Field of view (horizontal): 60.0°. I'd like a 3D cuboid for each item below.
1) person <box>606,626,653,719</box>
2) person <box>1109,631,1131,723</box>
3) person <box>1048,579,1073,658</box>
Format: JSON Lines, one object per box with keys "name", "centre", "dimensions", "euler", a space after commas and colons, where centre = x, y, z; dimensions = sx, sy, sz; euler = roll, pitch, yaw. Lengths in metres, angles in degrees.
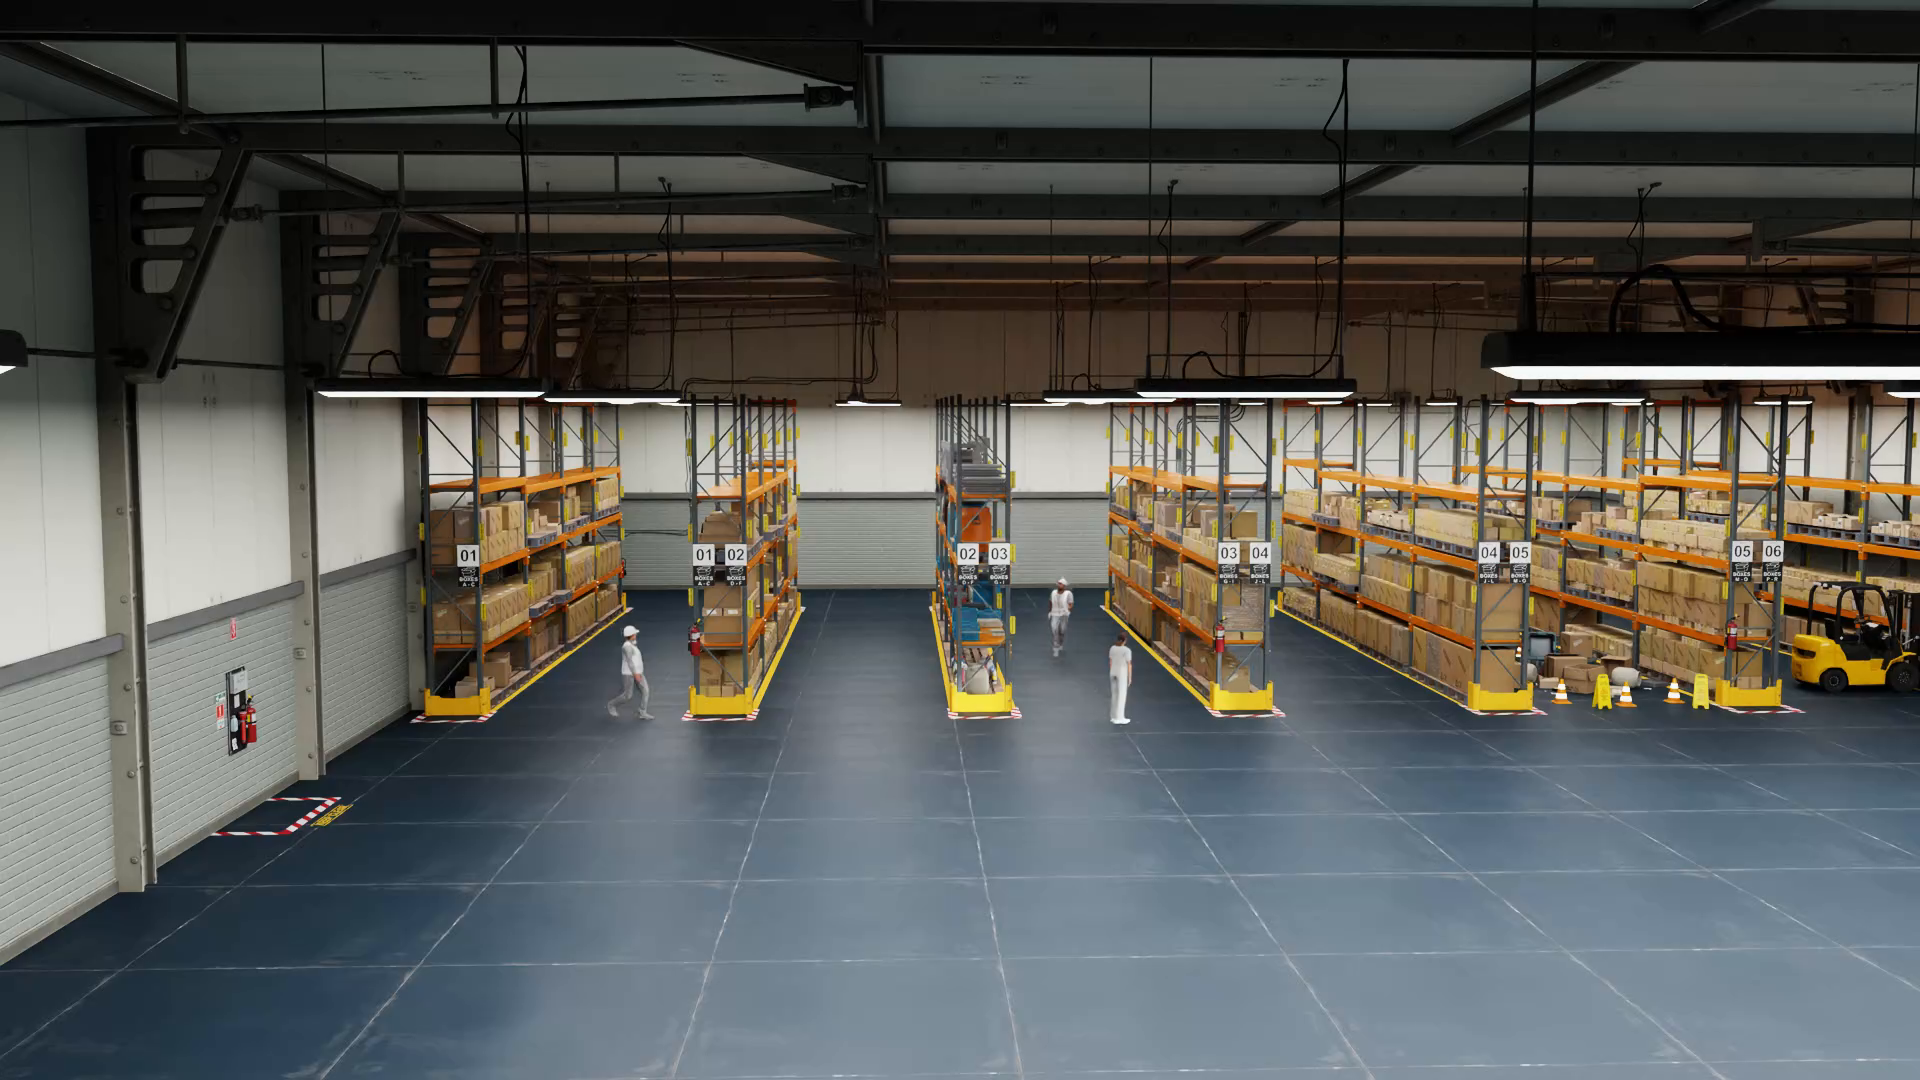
{"name": "person", "centre": [-6.082, 2.439, 30.627], "dimensions": [0.877, 1.722, 0.486], "euler": [2, 5, 25]}
{"name": "person", "centre": [2.943, 2.500, 30.310], "dimensions": [0.459, 1.686, 0.375], "euler": [4, 6, 41]}
{"name": "person", "centre": [2.349, 1.800, 38.681], "dimensions": [0.567, 1.804, 0.891], "euler": [0, 4, 1]}
